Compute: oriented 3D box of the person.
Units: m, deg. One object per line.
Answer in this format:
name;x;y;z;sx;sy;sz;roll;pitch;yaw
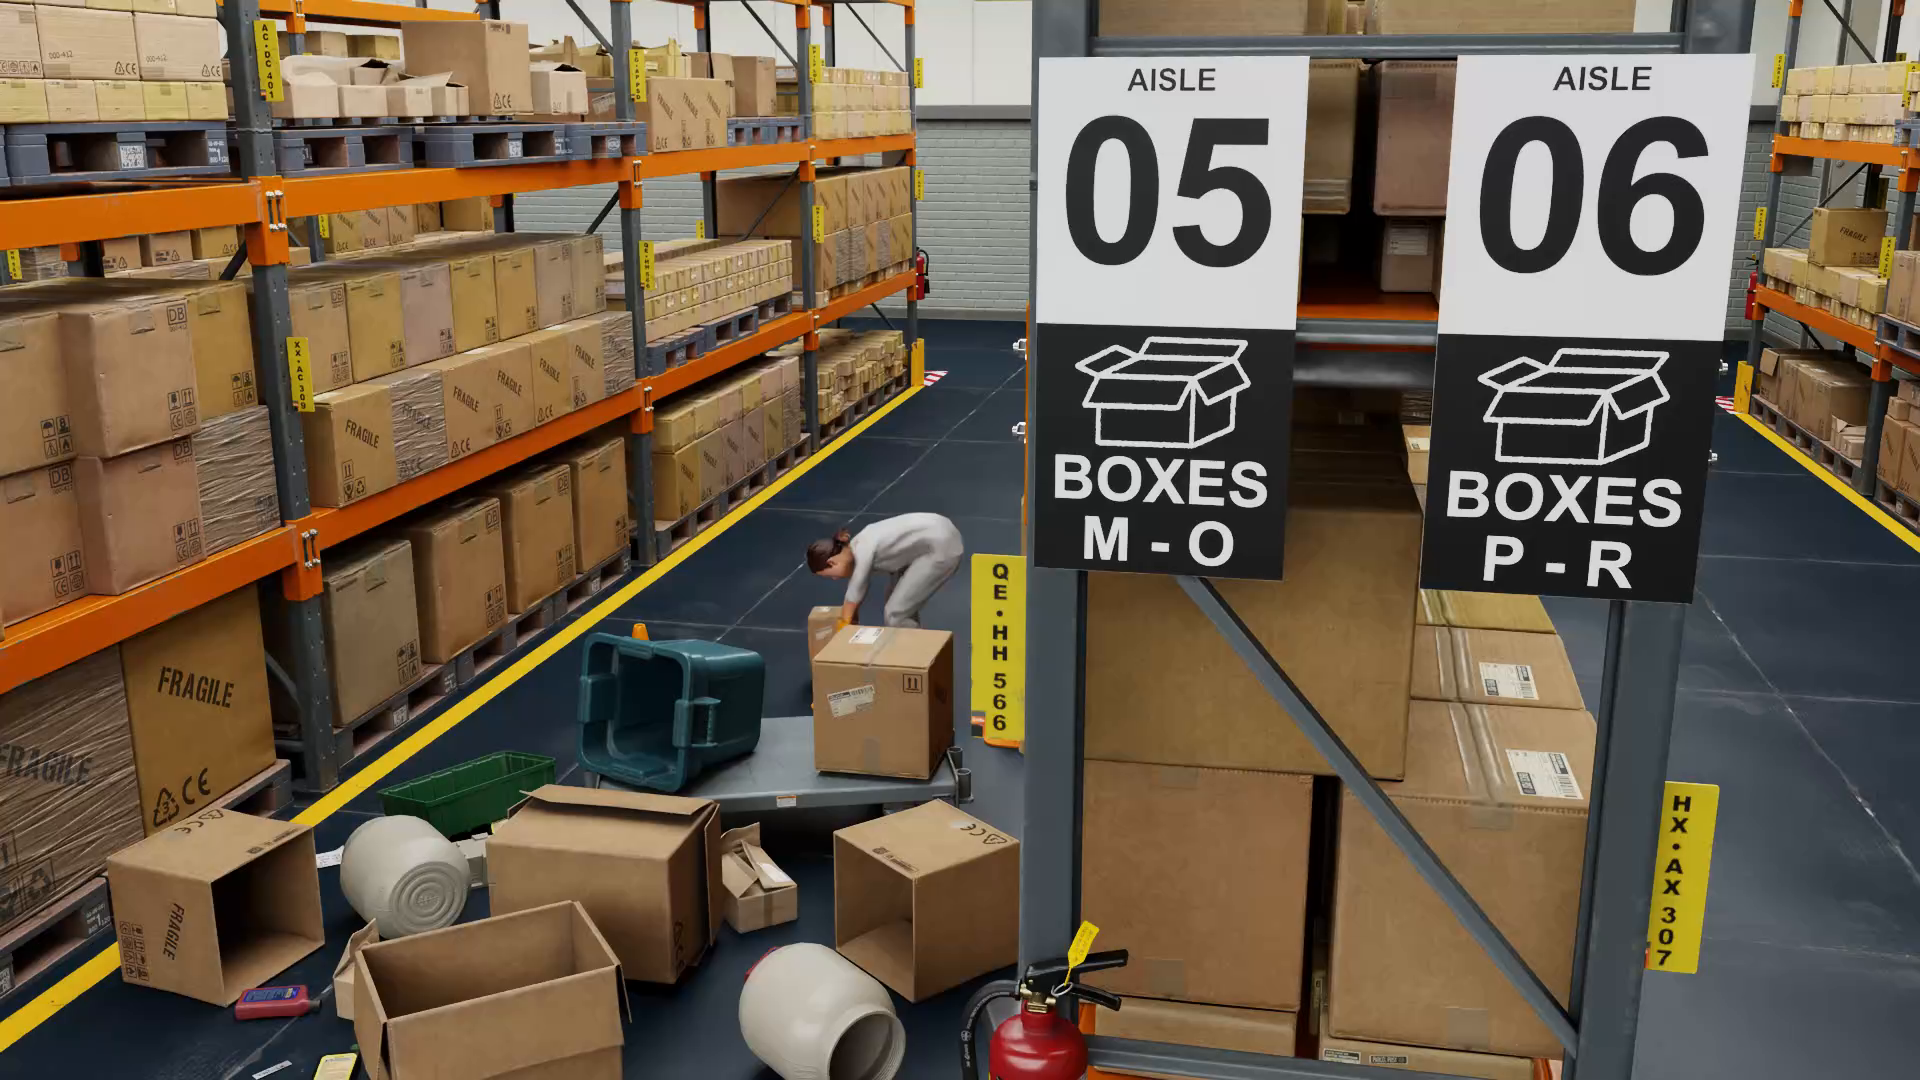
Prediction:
person;-0.406;0.342;9.093;0.860;0.972;0.448;0;15;0
